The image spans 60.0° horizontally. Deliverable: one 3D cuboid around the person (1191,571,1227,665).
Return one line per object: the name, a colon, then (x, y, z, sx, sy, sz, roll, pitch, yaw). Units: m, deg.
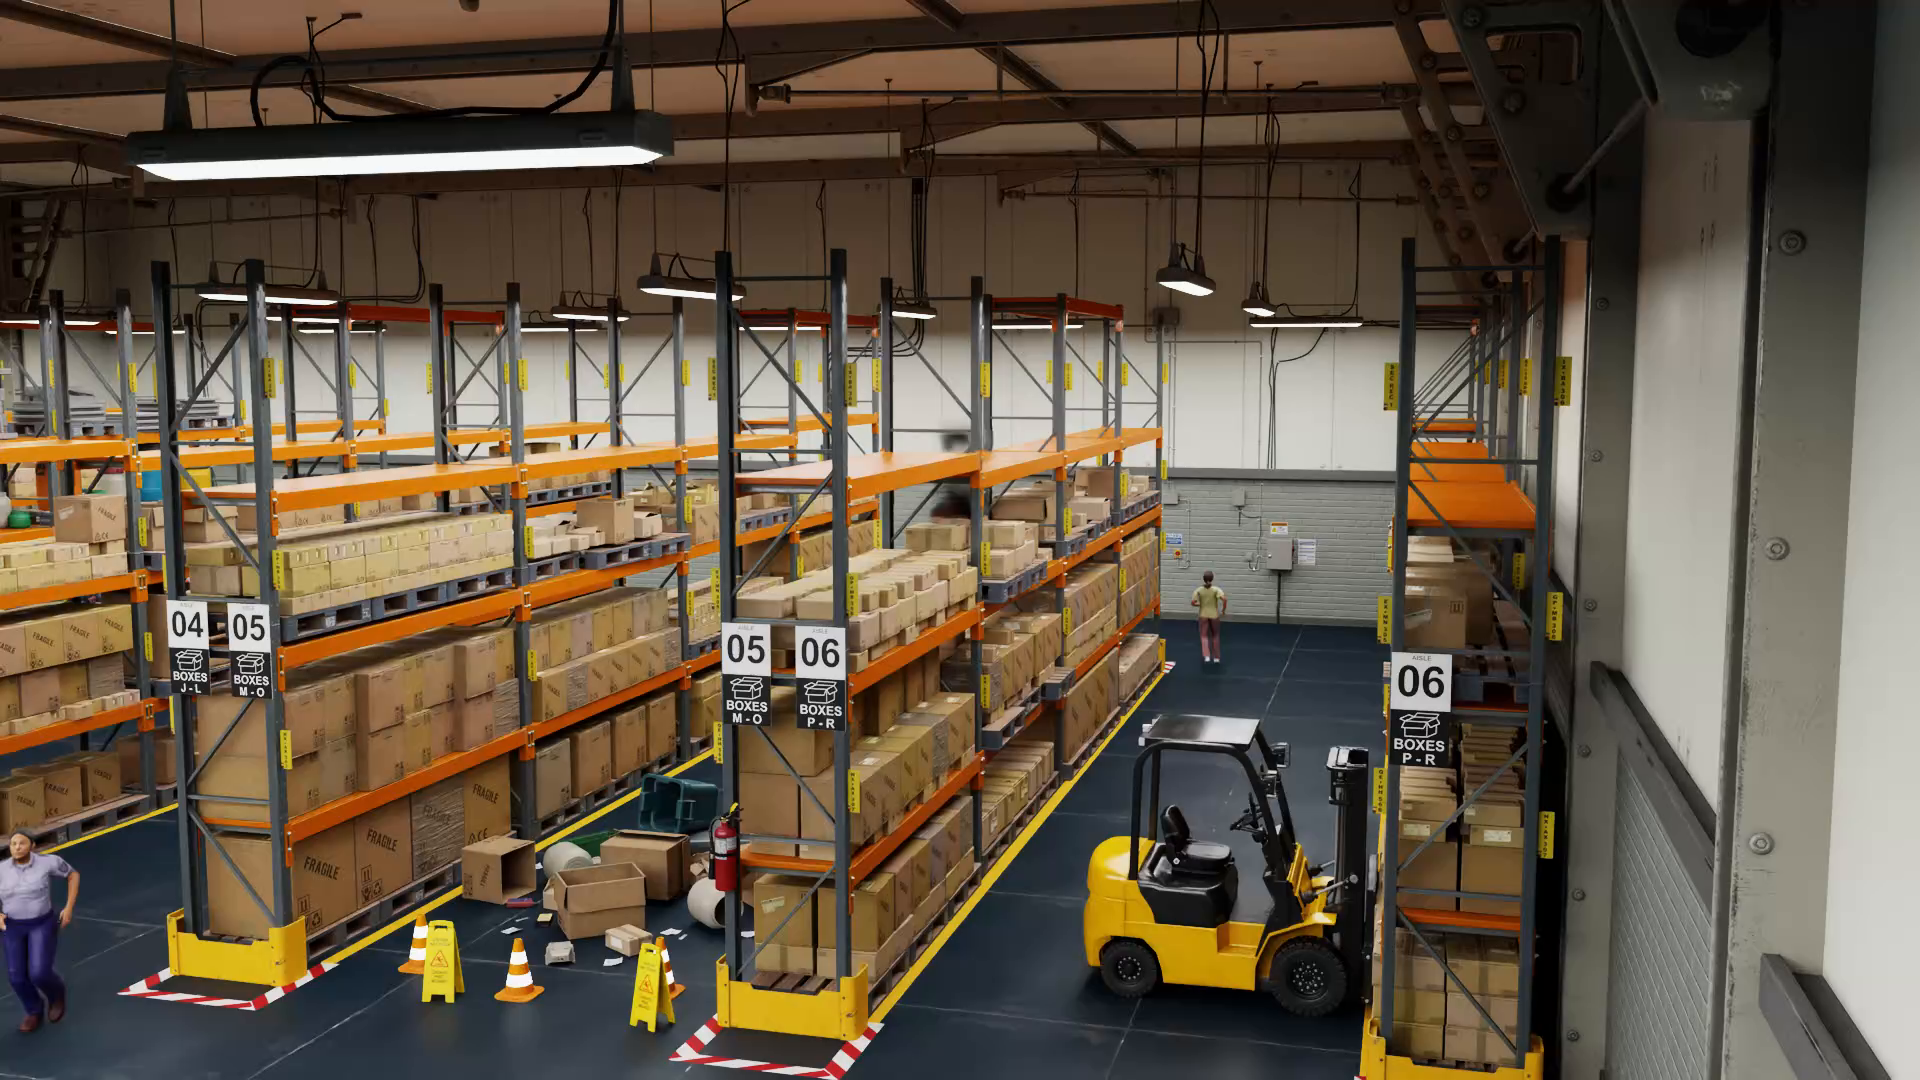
person: (4.237, 1.326, 28.397, 0.606, 1.630, 0.941, 1, 6, 5)

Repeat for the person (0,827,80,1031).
person: (-7.167, 3.016, 12.827, 0.624, 1.597, 0.573, -2, 6, -14)
